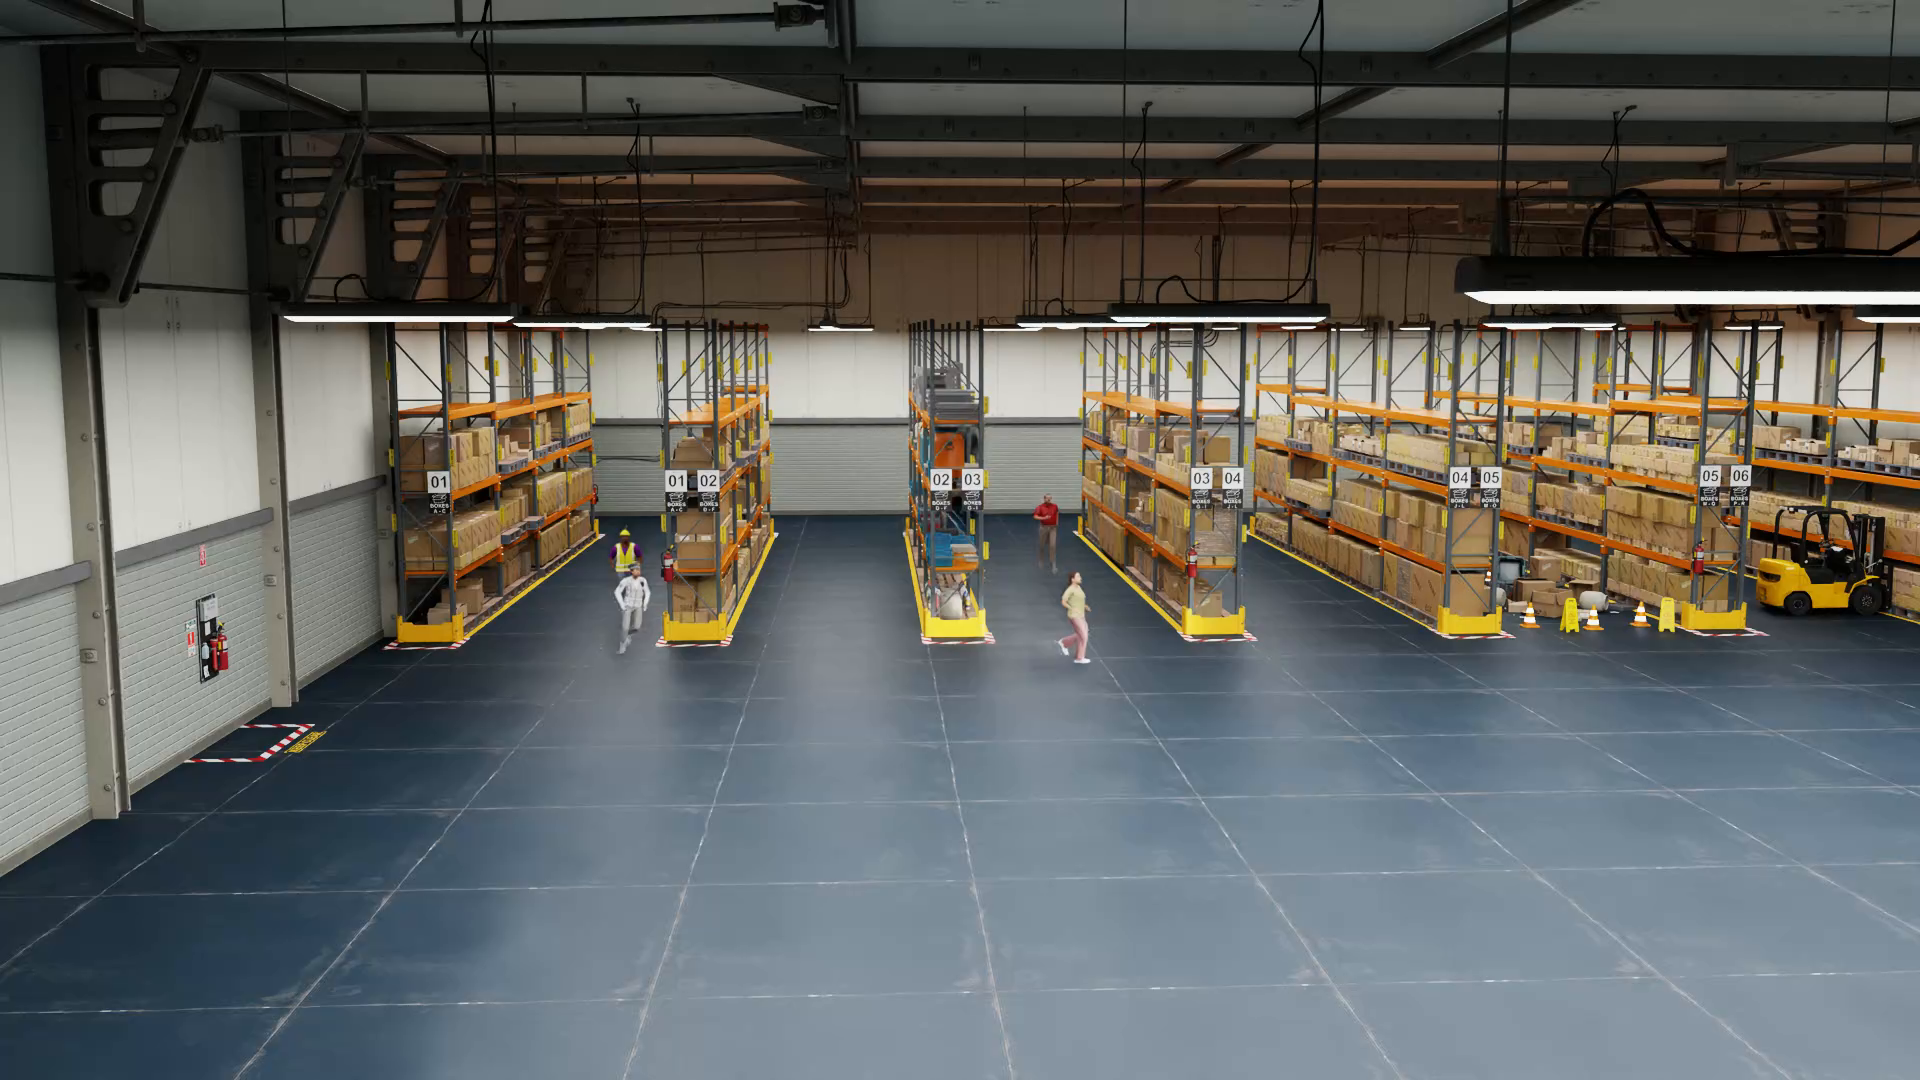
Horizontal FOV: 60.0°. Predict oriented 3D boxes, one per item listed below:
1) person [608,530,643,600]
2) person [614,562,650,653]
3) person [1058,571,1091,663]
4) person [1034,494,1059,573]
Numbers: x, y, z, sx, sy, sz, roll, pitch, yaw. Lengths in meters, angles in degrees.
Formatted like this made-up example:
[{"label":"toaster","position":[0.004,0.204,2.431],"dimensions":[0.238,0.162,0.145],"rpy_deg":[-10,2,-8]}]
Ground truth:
[{"label":"person","position":[-6.875,0.650,34.200],"dimensions":[0.696,1.718,0.598],"rpy_deg":[-1,7,-9]},{"label":"person","position":[-5.906,1.212,30.113],"dimensions":[0.669,1.633,0.469],"rpy_deg":[-3,8,-24]},{"label":"person","position":[1.984,1.379,29.056],"dimensions":[0.646,1.530,0.581],"rpy_deg":[4,8,29]},{"label":"person","position":[2.020,-0.182,38.740],"dimensions":[0.664,1.808,0.813],"rpy_deg":[-1,7,-12]}]
